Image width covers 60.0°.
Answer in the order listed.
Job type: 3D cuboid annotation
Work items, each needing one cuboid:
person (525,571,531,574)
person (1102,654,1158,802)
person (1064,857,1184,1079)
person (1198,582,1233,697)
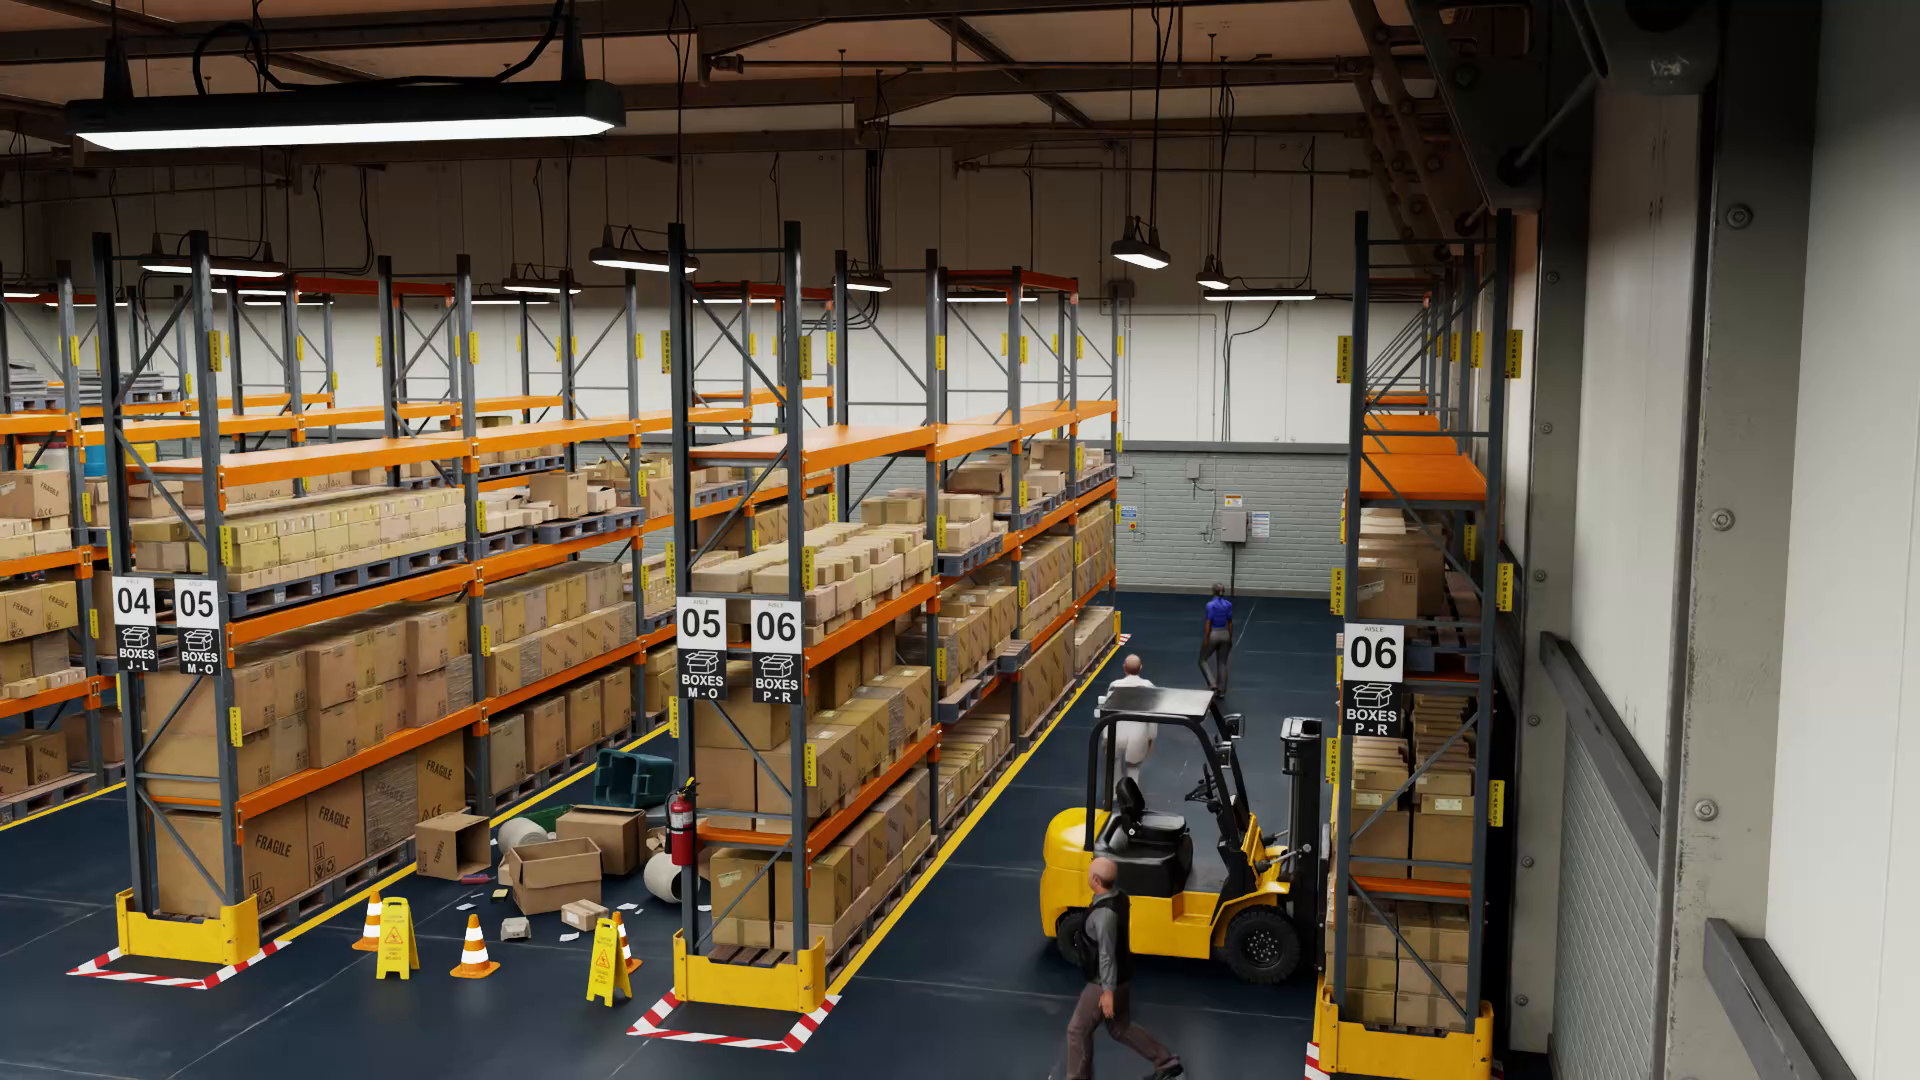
[{"bbox_3d":[-6.509,1.280,25.120,0.524,1.600,1.044,1,7,9],"label":"person"},{"bbox_3d":[1.786,2.019,17.453,0.597,1.644,0.715,1,7,5],"label":"person"},{"bbox_3d":[1.038,2.963,11.236,0.964,1.690,0.561,1,7,7],"label":"person"},{"bbox_3d":[3.698,1.442,23.904,0.503,1.643,0.427,-3,8,-22],"label":"person"}]
